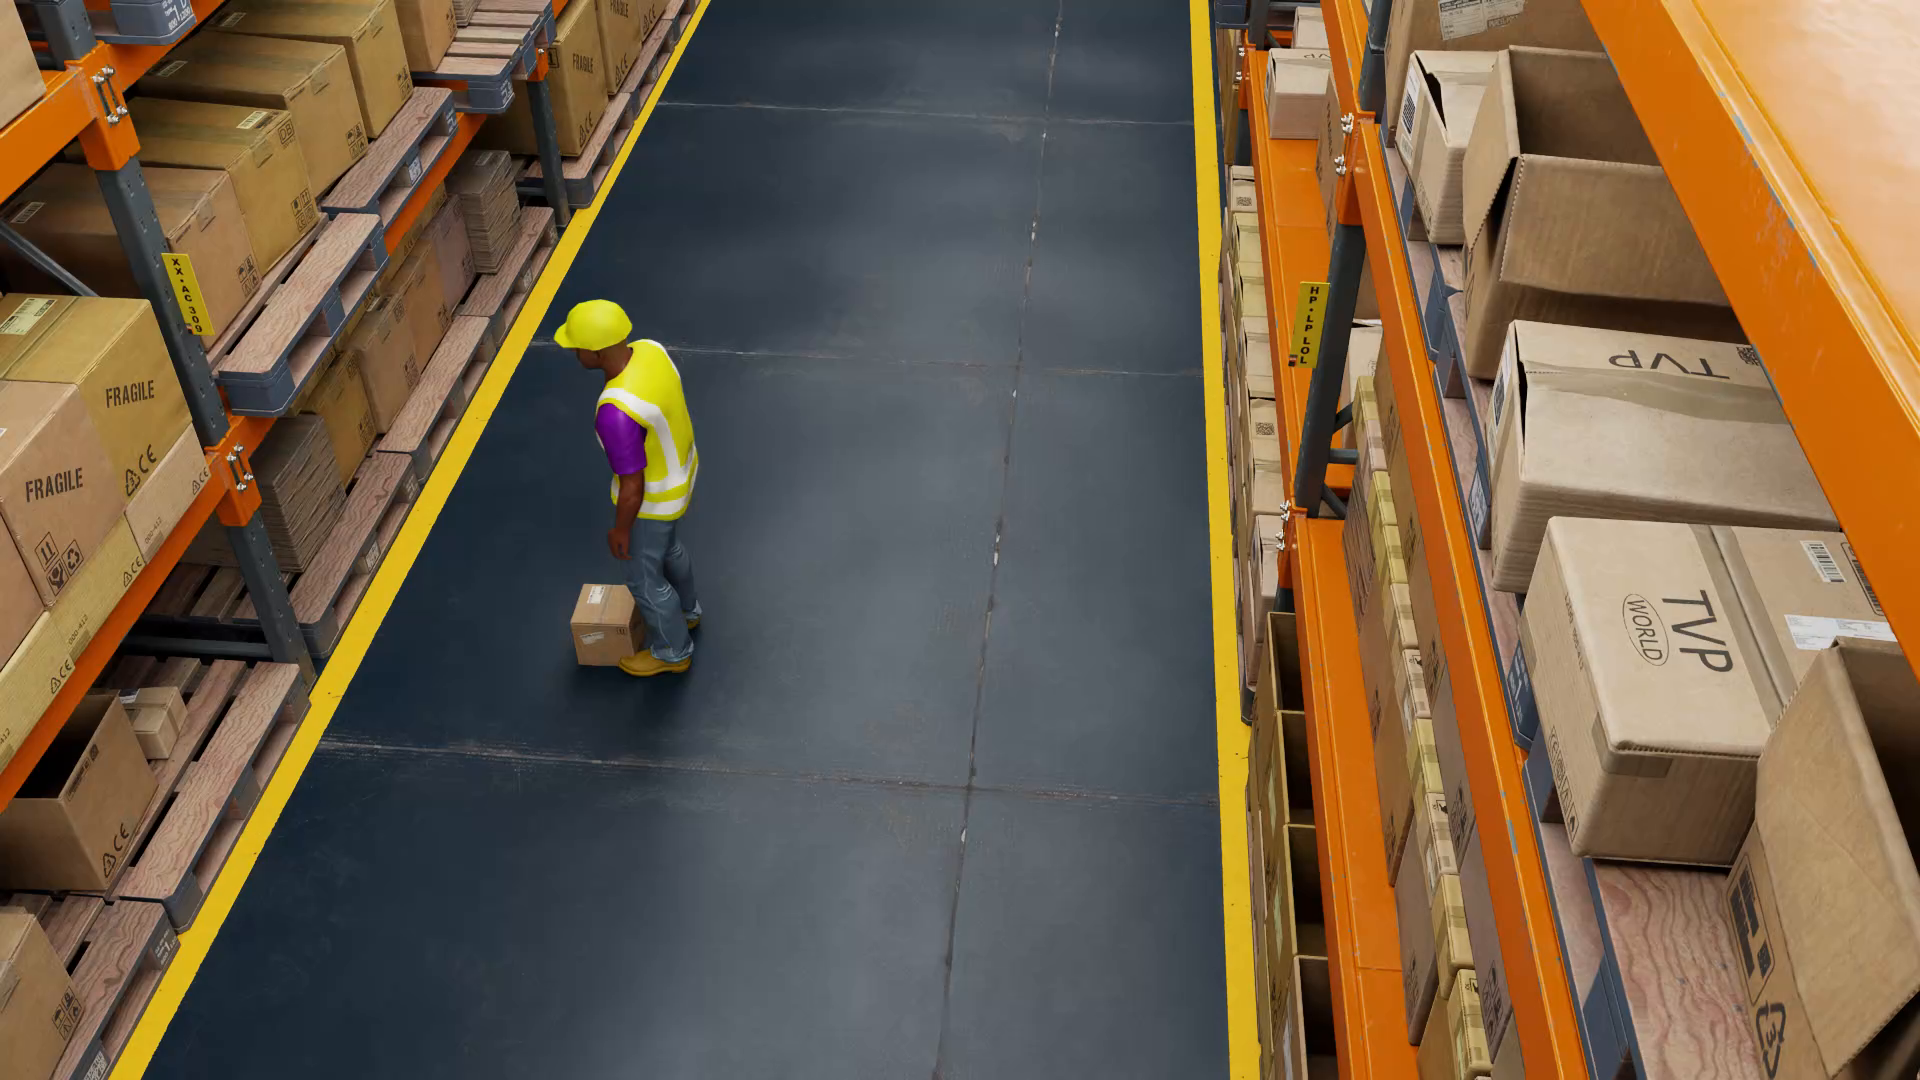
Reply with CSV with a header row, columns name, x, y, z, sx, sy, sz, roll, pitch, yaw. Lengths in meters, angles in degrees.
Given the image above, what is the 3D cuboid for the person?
name,x,y,z,sx,sy,sz,roll,pitch,yaw
person,-1.282,-0.208,6.687,0.458,1.757,0.628,3,40,4
